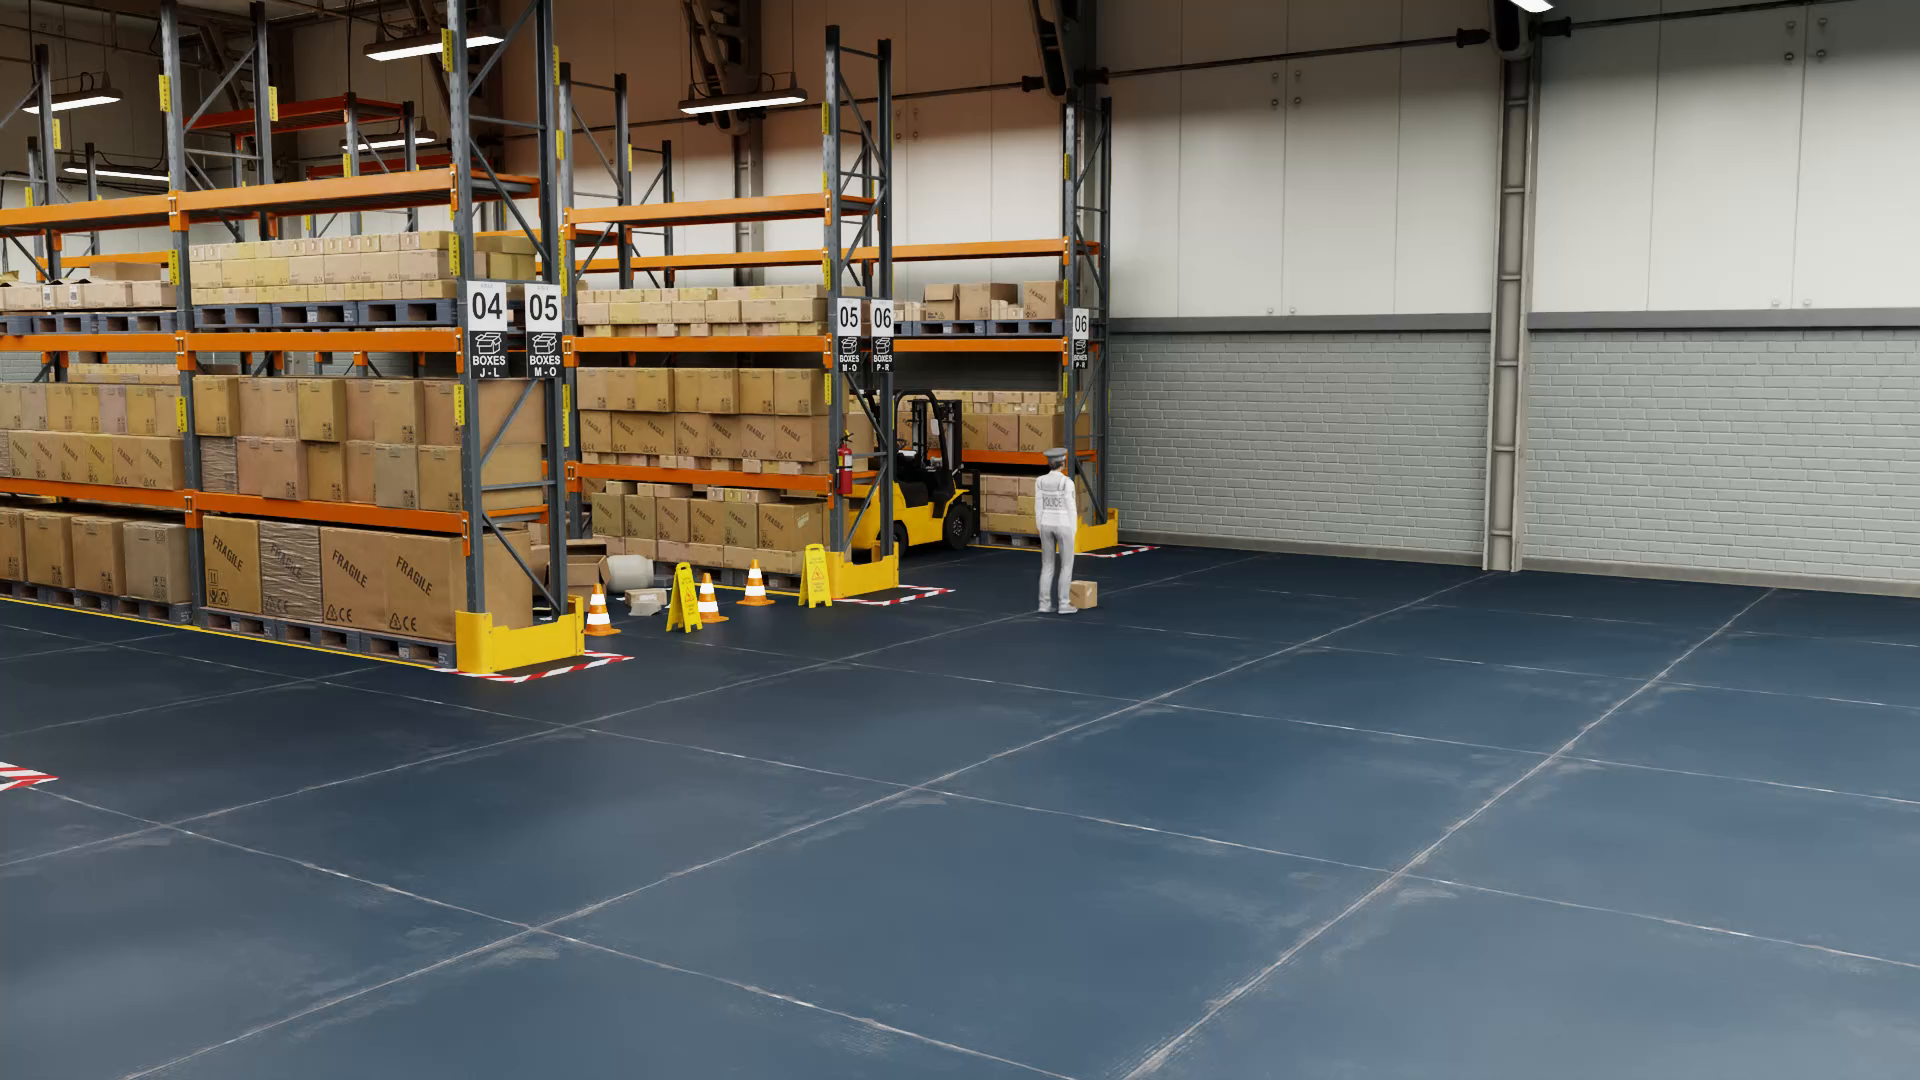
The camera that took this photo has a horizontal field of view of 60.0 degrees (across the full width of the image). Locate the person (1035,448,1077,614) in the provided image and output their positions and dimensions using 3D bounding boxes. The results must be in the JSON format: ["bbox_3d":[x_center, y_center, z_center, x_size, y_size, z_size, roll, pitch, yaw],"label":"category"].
[{"bbox_3d":[0.982,-0.084,16.816,0.466,1.687,0.329,4,8,35],"label":"person"}]
